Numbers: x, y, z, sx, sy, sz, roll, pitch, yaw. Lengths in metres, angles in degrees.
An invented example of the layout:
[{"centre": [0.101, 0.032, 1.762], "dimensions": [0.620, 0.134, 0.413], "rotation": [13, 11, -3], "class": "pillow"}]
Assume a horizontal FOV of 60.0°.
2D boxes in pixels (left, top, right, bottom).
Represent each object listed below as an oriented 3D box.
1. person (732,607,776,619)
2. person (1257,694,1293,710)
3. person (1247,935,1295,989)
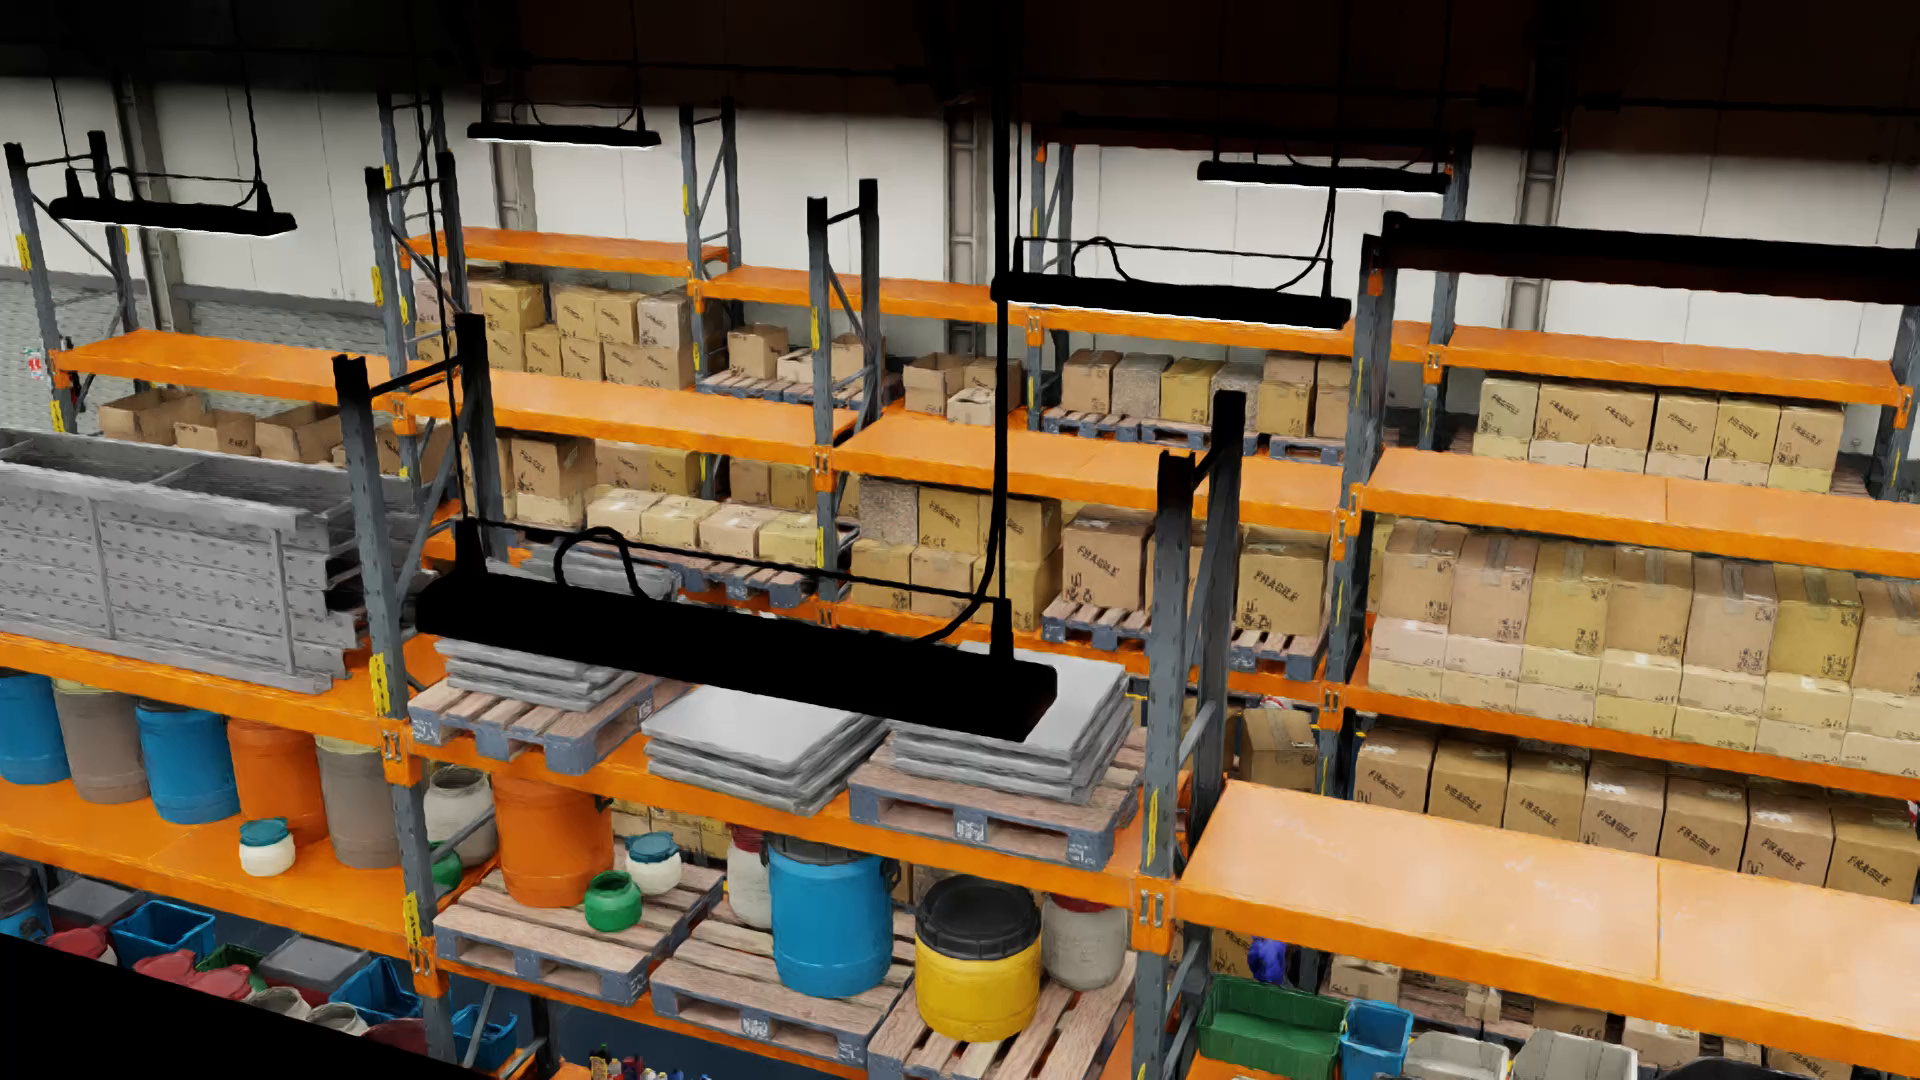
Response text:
[{"centre": [-2.216, 0.878, 17.820], "dimensions": [0.999, 1.590, 0.490], "rotation": [5, 21, 13], "class": "person"}, {"centre": [2.793, 1.877, 15.023], "dimensions": [1.128, 1.709, 0.550], "rotation": [7, 22, 18], "class": "person"}, {"centre": [2.208, 3.278, 11.707], "dimensions": [0.509, 1.494, 0.593], "rotation": [7, 22, 17], "class": "person"}]
